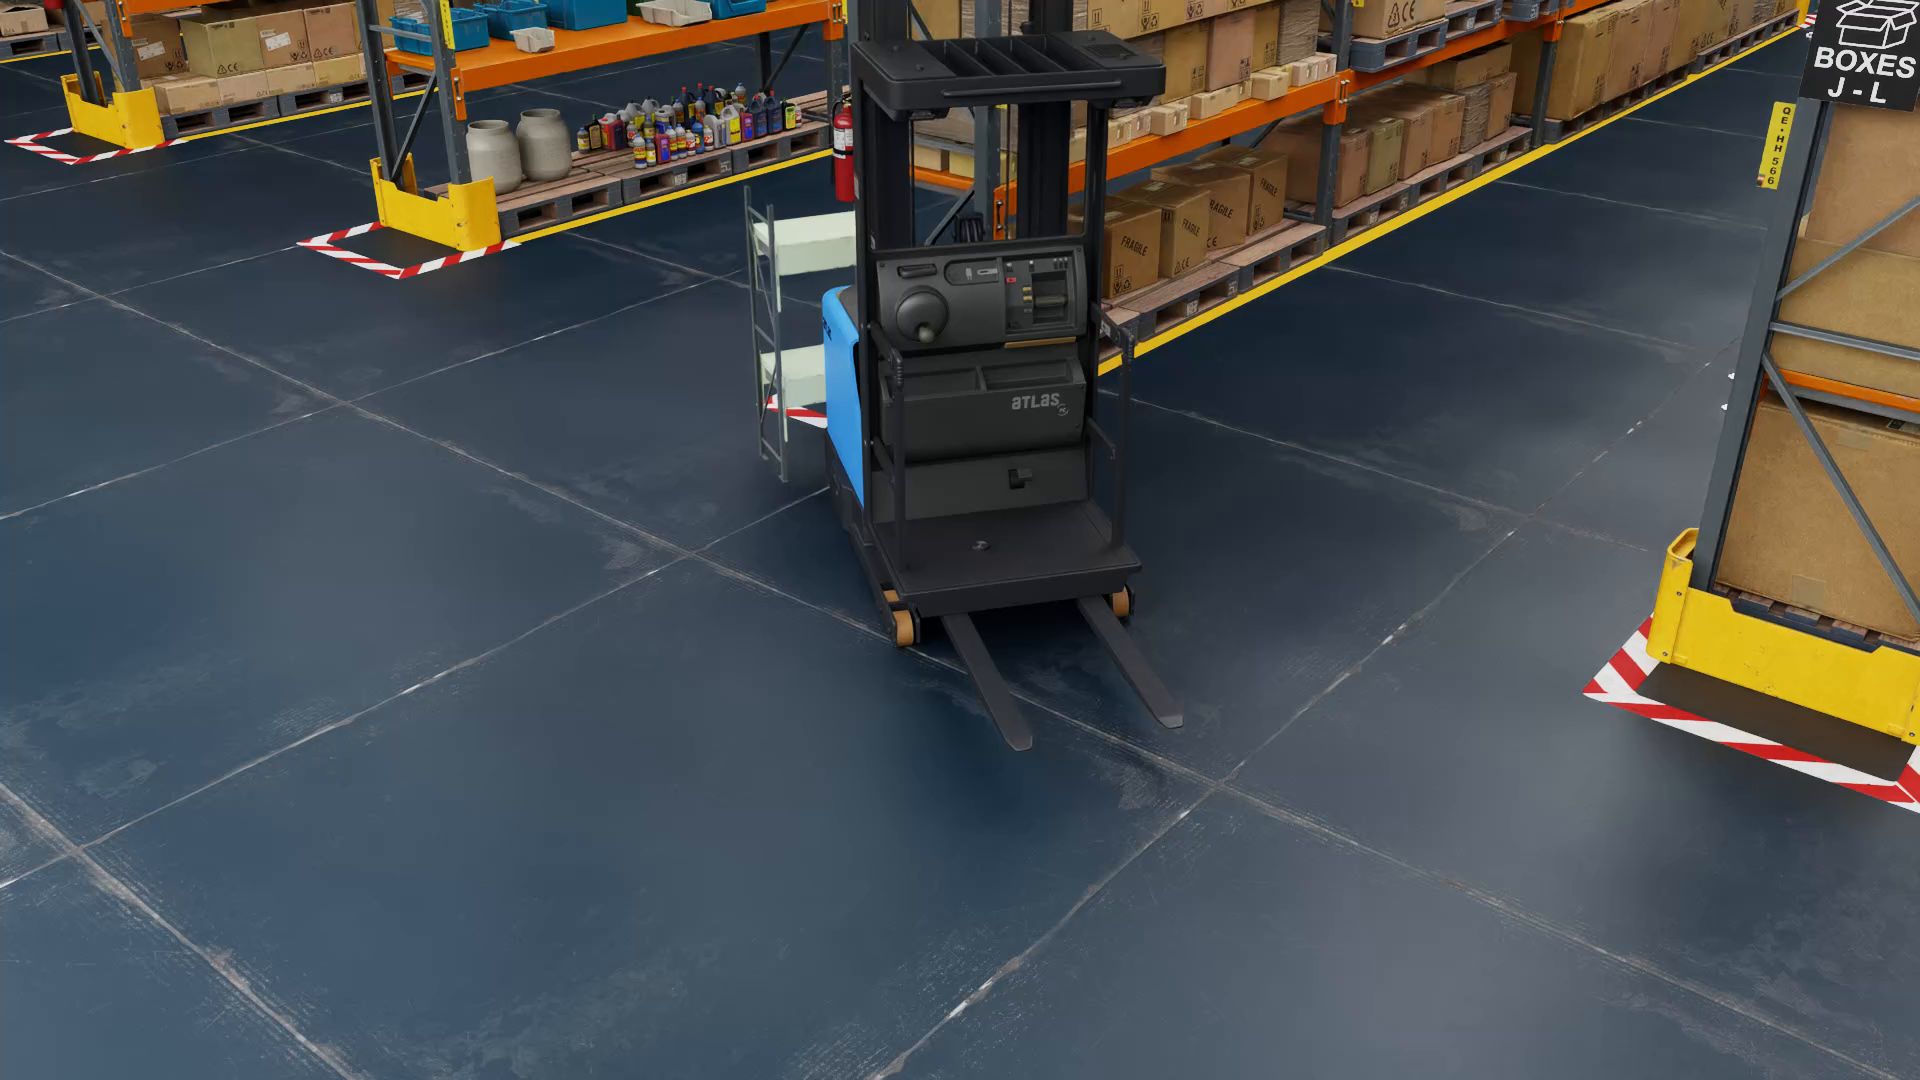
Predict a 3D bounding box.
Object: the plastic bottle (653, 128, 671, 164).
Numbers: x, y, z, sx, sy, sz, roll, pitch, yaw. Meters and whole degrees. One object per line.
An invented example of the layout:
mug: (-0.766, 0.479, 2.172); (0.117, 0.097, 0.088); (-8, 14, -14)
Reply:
plastic bottle: (-2.474, -3.279, 13.802); (0.061, 0.283, 0.133); (21, 34, 35)

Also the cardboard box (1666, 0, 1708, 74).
cardboard box: (7.037, -5.481, 17.435); (1.225, 0.875, 0.875); (21, 34, 35)

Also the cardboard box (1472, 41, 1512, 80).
cardboard box: (4.482, -4.225, 14.577); (0.500, 0.250, 0.500); (22, 35, 36)

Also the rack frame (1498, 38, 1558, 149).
rack frame: (4.885, -5.053, 14.752); (1.000, 3.000, 0.127); (21, 34, 34)

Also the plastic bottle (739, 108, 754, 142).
plastic bottle: (-1.862, -3.620, 14.461); (0.061, 0.283, 0.133); (23, 35, 38)

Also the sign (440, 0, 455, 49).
sign: (-3.604, -3.624, 11.690); (0.100, 0.325, 0.005); (21, 34, 34)

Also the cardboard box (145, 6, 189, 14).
cardboard box: (-9.755, -6.683, 20.145); (0.500, 0.500, 0.500); (18, 32, 31)

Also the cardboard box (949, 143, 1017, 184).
cardboard box: (0.161, -2.136, 9.388); (0.380, 0.149, 0.250); (21, 34, 34)

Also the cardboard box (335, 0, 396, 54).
cardboard box: (-6.070, -5.249, 16.851); (0.500, 0.500, 0.500); (21, 34, 34)

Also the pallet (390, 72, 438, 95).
pallet: (-5.839, -5.023, 17.729); (1.003, 0.211, 1.213); (21, 34, 34)

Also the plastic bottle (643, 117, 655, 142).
plastic bottle: (-2.703, -3.566, 14.446); (0.097, 0.201, 0.097); (0, 27, 0)

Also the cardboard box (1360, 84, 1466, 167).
cardboard box: (3.776, -3.491, 13.975); (0.700, 0.500, 0.500); (24, 36, 38)

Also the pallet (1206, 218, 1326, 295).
pallet: (1.941, -2.147, 12.171); (1.003, 0.211, 1.213); (21, 34, 34)

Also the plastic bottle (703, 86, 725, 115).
plastic bottle: (-2.204, -3.894, 14.916); (0.144, 0.351, 0.185); (21, 34, 34)

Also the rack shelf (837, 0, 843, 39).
rack shelf: (-0.209, -5.472, 16.345); (1.077, 0.370, 4.000); (21, 34, 34)

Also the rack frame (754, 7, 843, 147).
rack frame: (-1.481, -5.082, 14.809); (1.000, 3.000, 0.127); (21, 34, 34)

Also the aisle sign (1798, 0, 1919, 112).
aisle sign: (3.283, -1.948, 5.922); (0.394, 0.787, 0.004); (21, 34, 34)

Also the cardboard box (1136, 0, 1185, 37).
cardboard box: (0.997, -3.305, 9.854); (0.500, 0.500, 0.500); (21, 34, 34)

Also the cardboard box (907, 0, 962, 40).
cardboard box: (-0.045, -3.104, 9.465); (0.500, 0.500, 0.500); (21, 34, 34)

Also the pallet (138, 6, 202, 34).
pallet: (-9.526, -6.490, 20.566); (1.003, 0.211, 1.213); (21, 34, 34)

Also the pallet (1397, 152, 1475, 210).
pallet: (3.610, -3.107, 14.026); (1.003, 0.211, 1.213); (21, 34, 34)

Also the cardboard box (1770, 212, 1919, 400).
cardboard box: (3.760, -0.942, 6.643); (0.875, 0.550, 0.550); (21, 34, 34)

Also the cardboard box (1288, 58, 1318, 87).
cardboard box: (2.264, -3.275, 11.589); (0.380, 0.149, 0.250); (21, 34, 34)

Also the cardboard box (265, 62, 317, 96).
cardboard box: (-6.699, -4.559, 16.333); (0.500, 0.250, 0.500); (21, 34, 34)

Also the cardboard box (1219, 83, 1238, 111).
cardboard box: (1.597, -2.932, 10.926); (0.380, 0.149, 0.250); (21, 34, 34)

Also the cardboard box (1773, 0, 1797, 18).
cardboard box: (9.628, -6.882, 20.143); (0.875, 0.875, 0.875); (21, 34, 34)

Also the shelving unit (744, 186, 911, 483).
shelving unit: (-0.675, -1.122, 8.787); (0.755, 1.500, 0.431); (-12, 30, -22)

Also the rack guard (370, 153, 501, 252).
rack guard: (-4.014, -2.594, 12.721); (1.175, 0.500, 0.348); (21, 34, 34)

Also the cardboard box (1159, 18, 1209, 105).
cardboard box: (1.071, -3.131, 10.604); (0.875, 0.500, 0.500); (21, 34, 34)

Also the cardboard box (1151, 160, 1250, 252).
cardboard box: (1.697, -2.375, 11.840); (0.500, 0.500, 0.500); (-16, 31, -28)

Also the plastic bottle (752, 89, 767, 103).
plastic bottle: (-1.780, -3.830, 14.794); (0.144, 0.351, 0.185); (21, 34, 34)

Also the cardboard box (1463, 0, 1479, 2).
cardboard box: (4.032, -4.509, 13.391); (0.396, 0.266, 0.258); (20, 33, 33)

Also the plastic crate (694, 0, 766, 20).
plastic crate: (-1.976, -4.544, 13.931); (0.499, 0.251, 0.616); (21, 34, 34)

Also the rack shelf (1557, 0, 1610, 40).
rack shelf: (6.157, -5.442, 16.288); (1.077, 0.370, 4.000); (21, 34, 34)

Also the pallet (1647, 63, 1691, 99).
pallet: (6.996, -4.937, 17.563); (1.003, 0.211, 1.213); (21, 34, 34)

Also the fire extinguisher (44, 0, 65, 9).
fire extinguisher: (-8.279, -5.172, 15.068); (0.296, 0.674, 0.183); (21, 34, 34)

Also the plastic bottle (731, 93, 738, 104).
plastic bottle: (-2.087, -4.014, 15.311); (0.097, 0.201, 0.097); (0, 27, 0)

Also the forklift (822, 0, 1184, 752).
forklift: (0.156, -1.025, 7.041); (1.130, 2.935, 3.031); (-7, 28, -13)

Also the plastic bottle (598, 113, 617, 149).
plastic bottle: (-3.014, -3.510, 14.256); (0.152, 0.276, 0.135); (21, 34, 35)

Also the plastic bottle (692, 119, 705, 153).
plastic bottle: (-2.221, -3.428, 14.102); (0.097, 0.271, 0.097); (0, 27, 0)

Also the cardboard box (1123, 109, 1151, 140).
cardboard box: (0.951, -2.581, 10.248); (0.380, 0.149, 0.250); (21, 34, 34)

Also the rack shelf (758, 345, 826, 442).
rack shelf: (-0.675, -0.833, 8.937); (0.720, 0.370, 0.431); (-12, 30, -22)

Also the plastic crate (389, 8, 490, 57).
plastic crate: (-3.938, -3.863, 12.614); (0.499, 0.251, 0.616); (21, 34, 34)

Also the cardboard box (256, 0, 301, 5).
cardboard box: (-6.790, -5.224, 16.803); (0.500, 0.500, 0.500); (21, 34, 34)

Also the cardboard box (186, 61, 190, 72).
cardboard box: (-7.424, -4.535, 16.288); (0.500, 0.250, 0.500); (21, 34, 34)

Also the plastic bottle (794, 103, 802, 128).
plastic bottle: (-1.472, -3.815, 14.926); (0.097, 0.201, 0.097); (0, 27, 0)

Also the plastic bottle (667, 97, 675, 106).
plastic bottle: (-2.572, -3.793, 14.794); (0.061, 0.283, 0.133); (23, 35, 37)

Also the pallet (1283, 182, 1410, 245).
pallet: (2.835, -2.672, 13.186); (1.003, 0.211, 1.213); (21, 34, 34)
